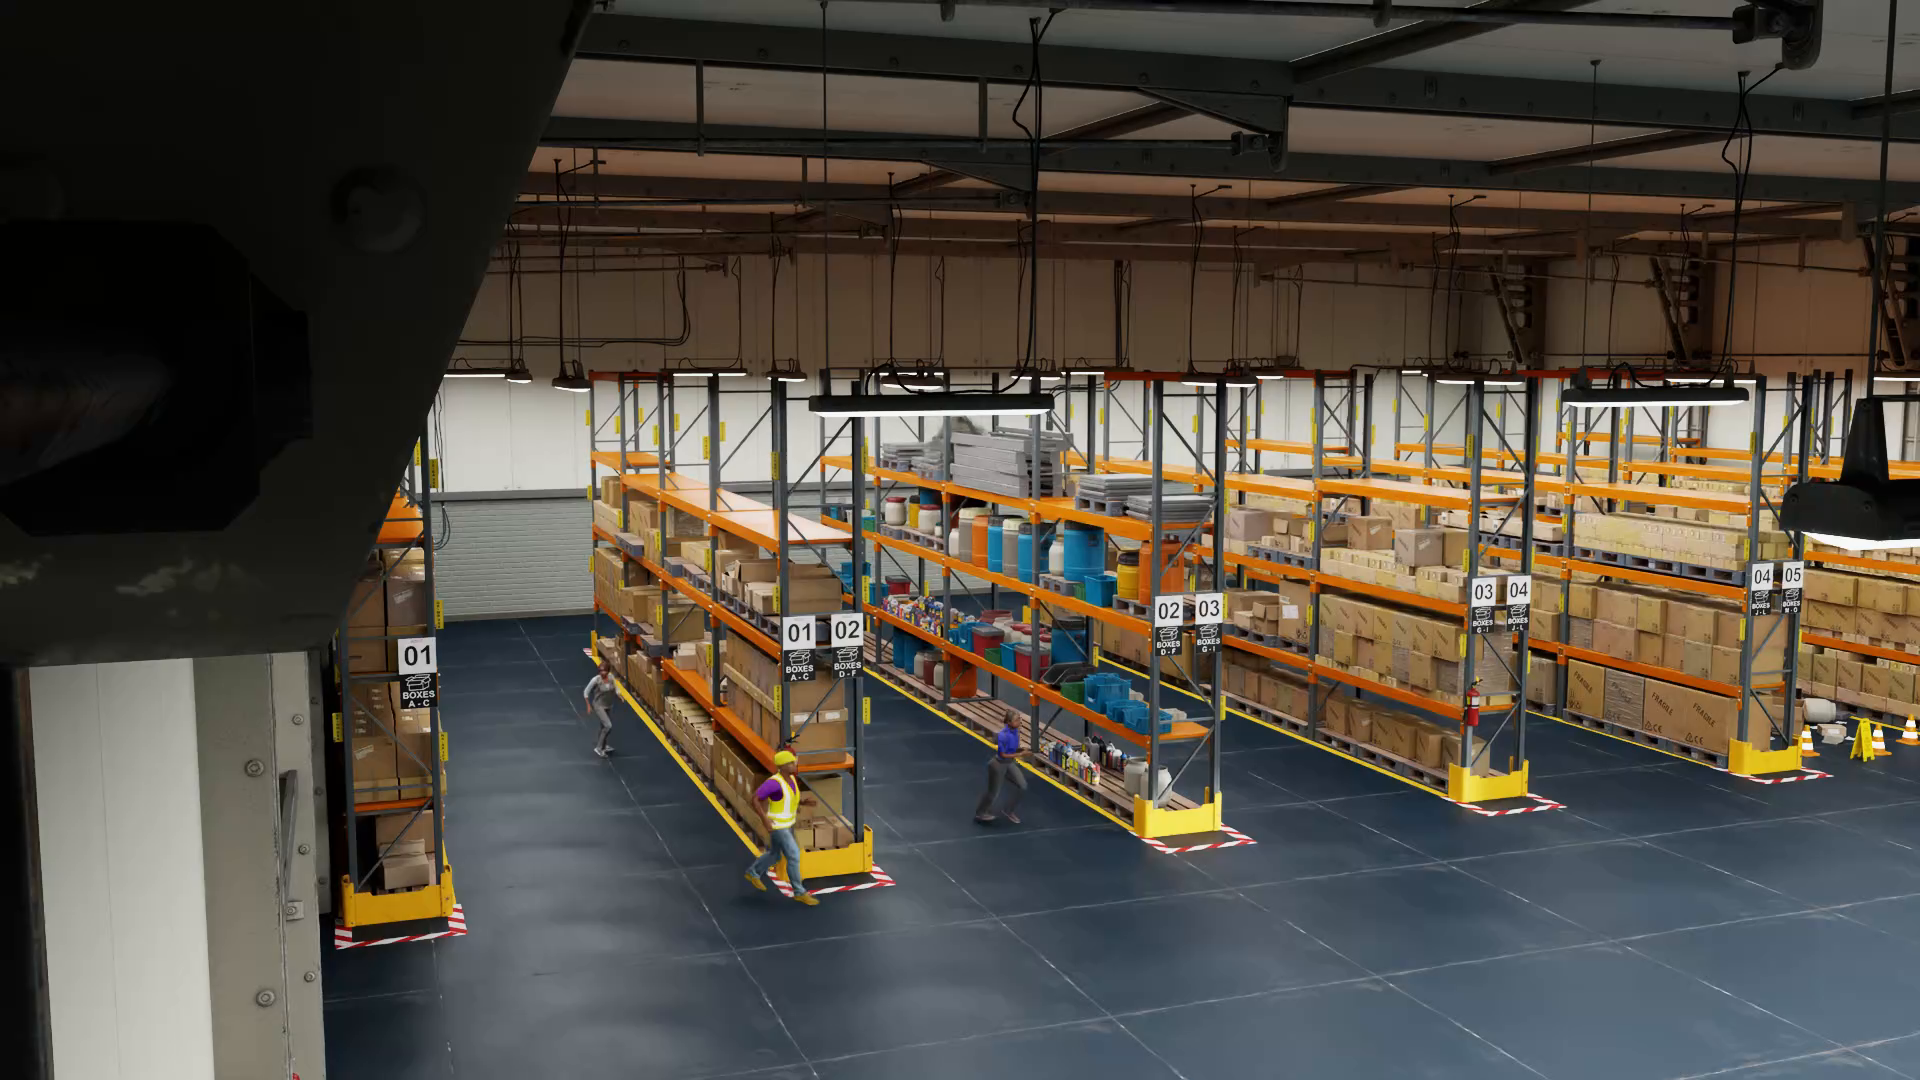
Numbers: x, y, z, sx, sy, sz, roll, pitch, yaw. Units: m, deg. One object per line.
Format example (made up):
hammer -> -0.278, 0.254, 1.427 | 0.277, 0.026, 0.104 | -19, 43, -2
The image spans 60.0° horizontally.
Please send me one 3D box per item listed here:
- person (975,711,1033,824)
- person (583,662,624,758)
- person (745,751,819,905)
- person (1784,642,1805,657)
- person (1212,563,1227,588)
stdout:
person -> 0.592, 3.051, 22.326 | 0.887, 1.583, 0.494 | 5, 8, 36
person -> -5.595, 2.666, 26.282 | 0.742, 1.546, 0.548 | 4, 7, 31
person -> -2.081, 3.298, 19.195 | 0.987, 1.753, 0.719 | 2, 7, 16
person -> 16.434, 1.915, 32.674 | 0.672, 1.585, 1.008 | -4, 8, -35
person -> 6.556, 0.839, 41.815 | 0.771, 1.717, 0.582 | -5, 8, -37
